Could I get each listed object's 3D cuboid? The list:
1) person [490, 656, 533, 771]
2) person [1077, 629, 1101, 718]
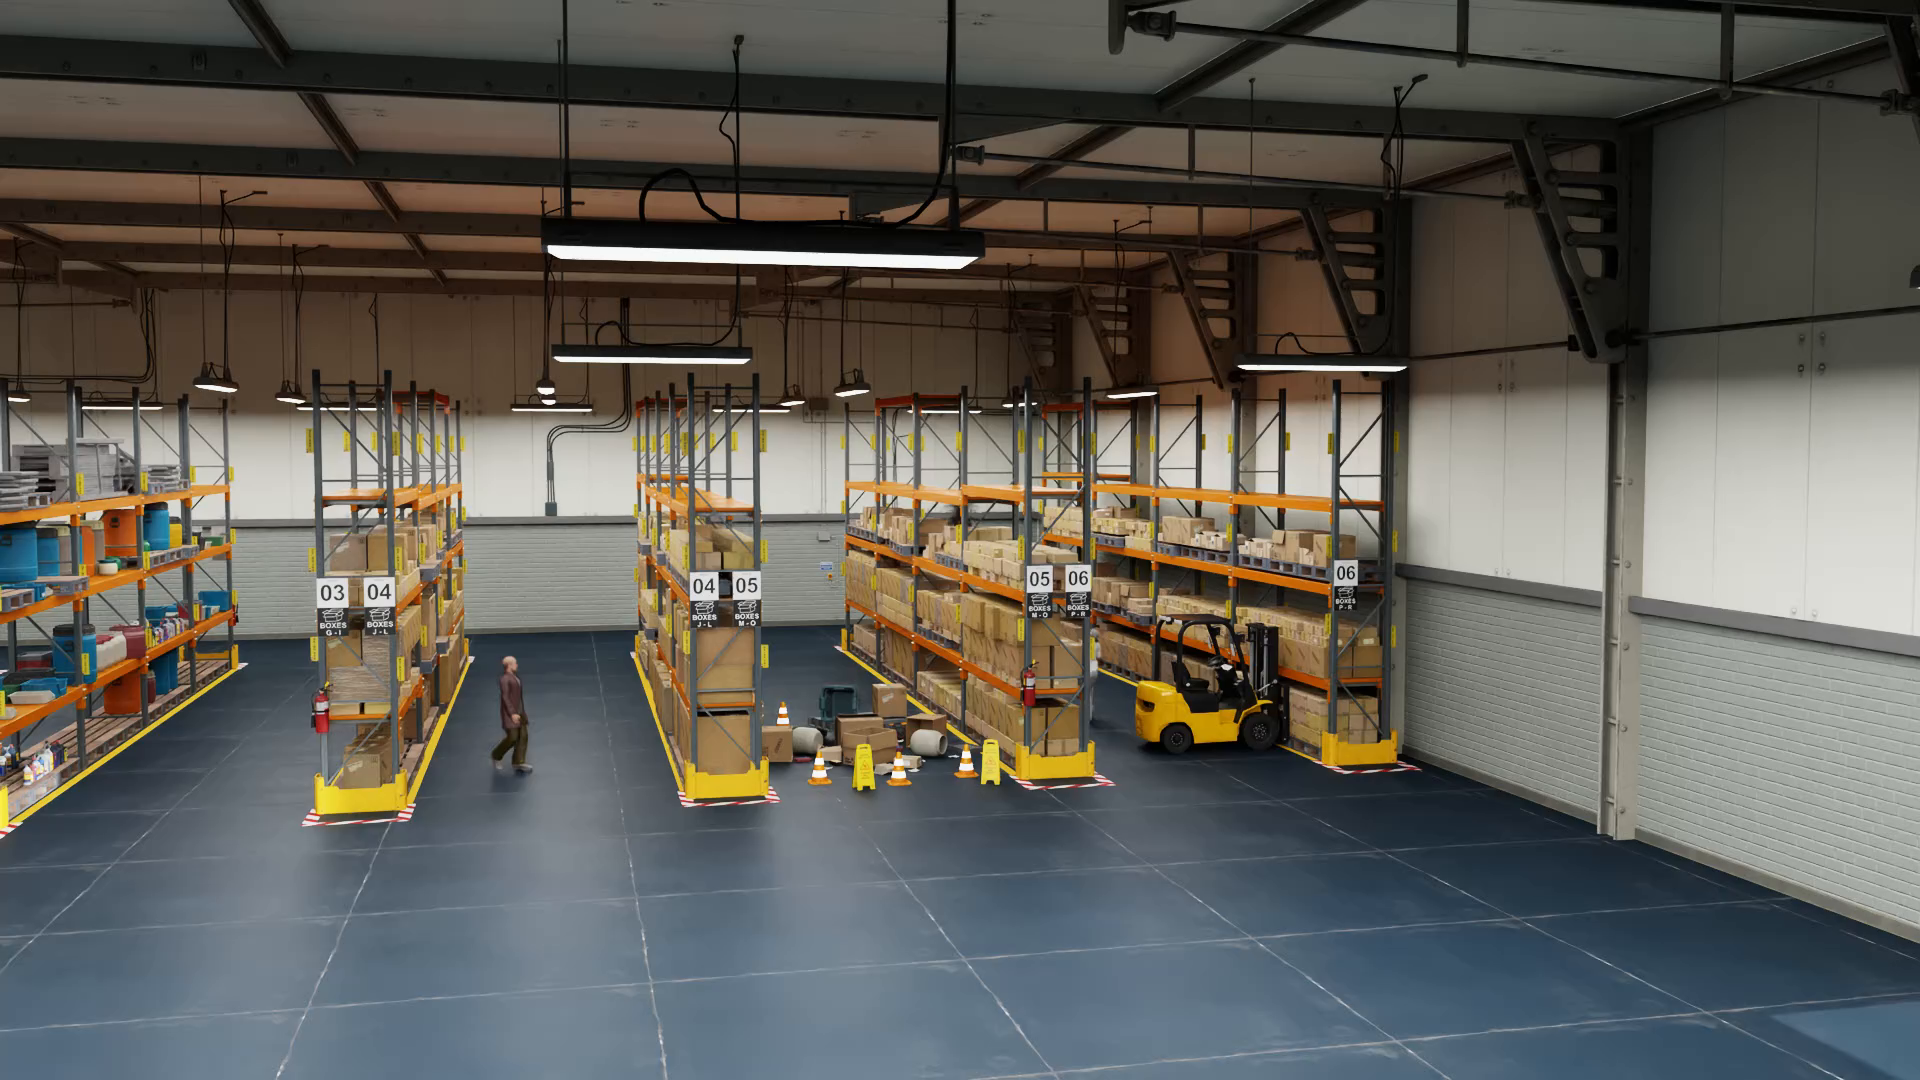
[{"bbox_3d":[-6.887,2.667,25.535,0.689,1.778,0.611,1,3,15],"label":"person"},{"bbox_3d":[2.286,2.433,30.300,0.578,1.659,0.743,-1,3,-17],"label":"person"}]
